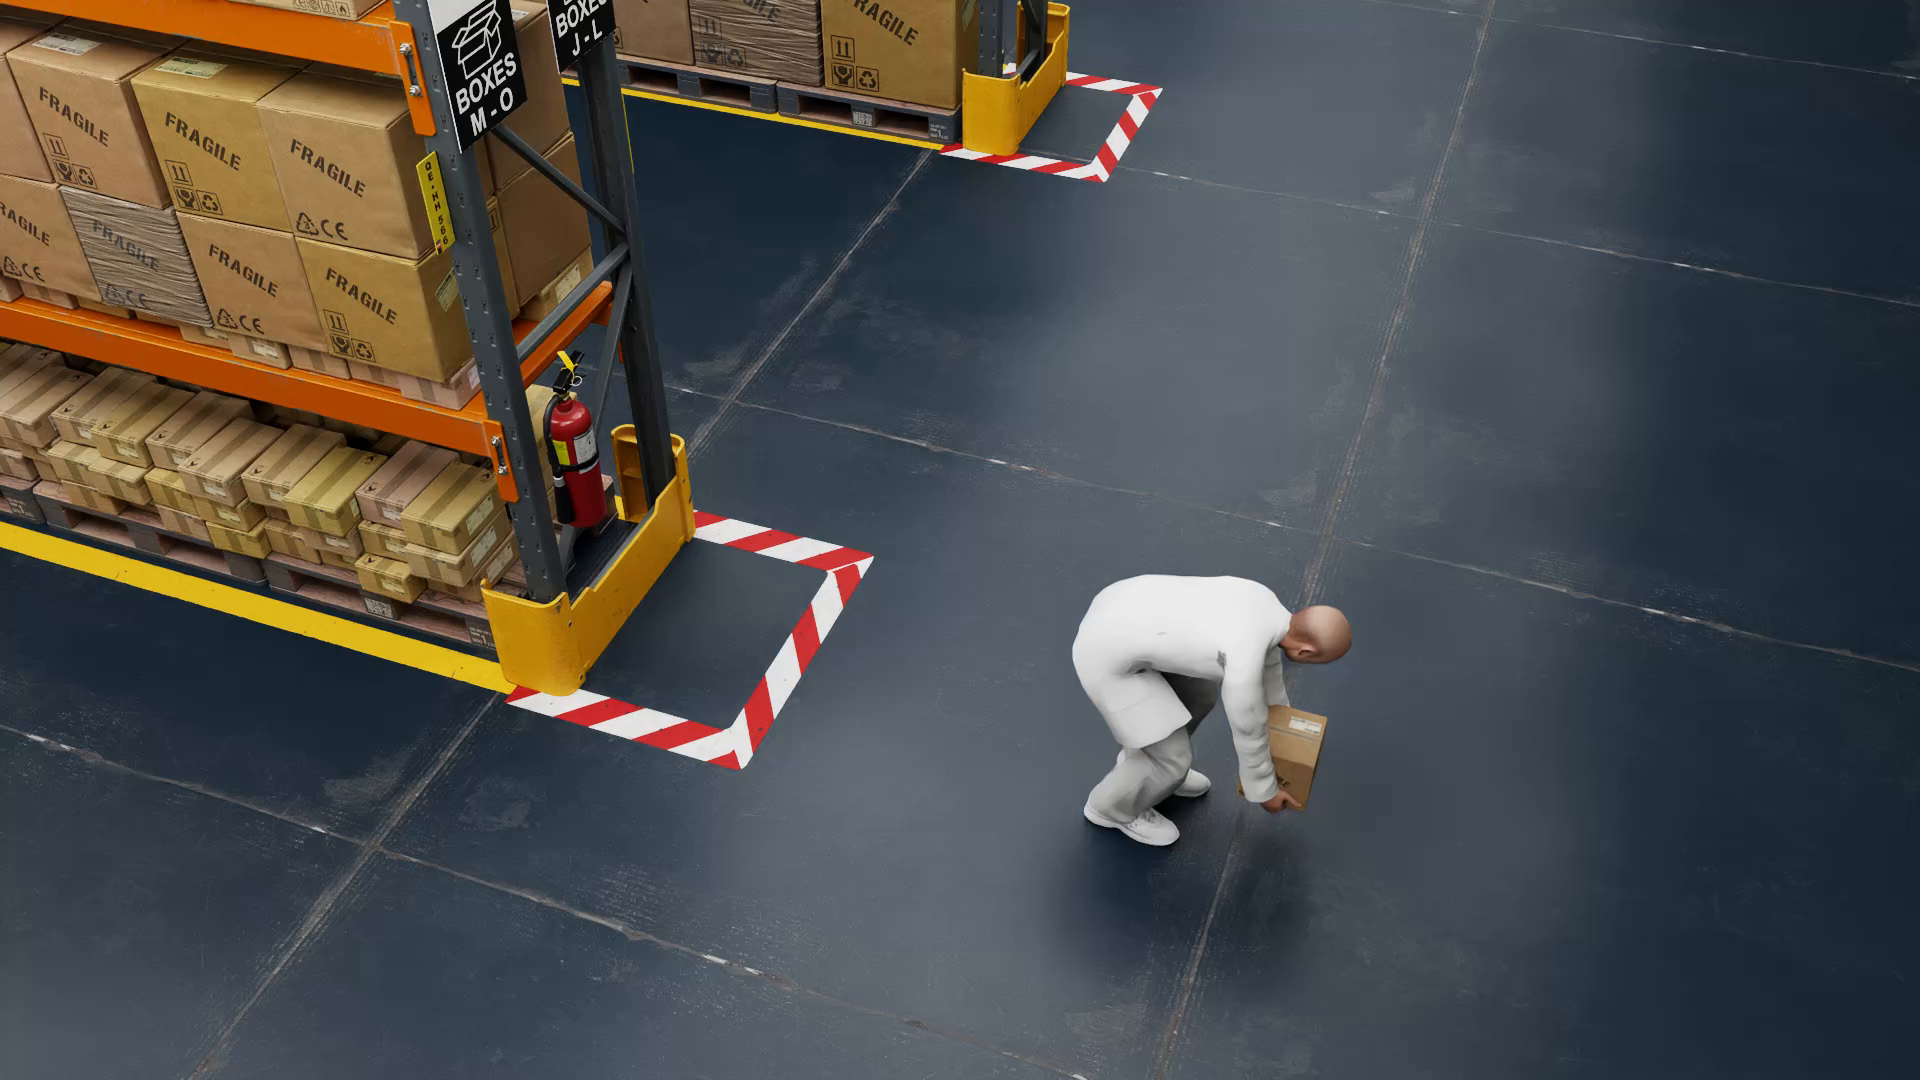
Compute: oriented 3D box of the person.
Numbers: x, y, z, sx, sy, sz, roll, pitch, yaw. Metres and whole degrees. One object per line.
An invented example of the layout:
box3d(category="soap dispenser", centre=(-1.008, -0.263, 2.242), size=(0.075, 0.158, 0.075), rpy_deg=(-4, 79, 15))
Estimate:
box3d(category="person", centre=(0.769, 0.377, 5.785), size=(0.617, 1.720, 0.533), rpy_deg=(13, 43, 14))
